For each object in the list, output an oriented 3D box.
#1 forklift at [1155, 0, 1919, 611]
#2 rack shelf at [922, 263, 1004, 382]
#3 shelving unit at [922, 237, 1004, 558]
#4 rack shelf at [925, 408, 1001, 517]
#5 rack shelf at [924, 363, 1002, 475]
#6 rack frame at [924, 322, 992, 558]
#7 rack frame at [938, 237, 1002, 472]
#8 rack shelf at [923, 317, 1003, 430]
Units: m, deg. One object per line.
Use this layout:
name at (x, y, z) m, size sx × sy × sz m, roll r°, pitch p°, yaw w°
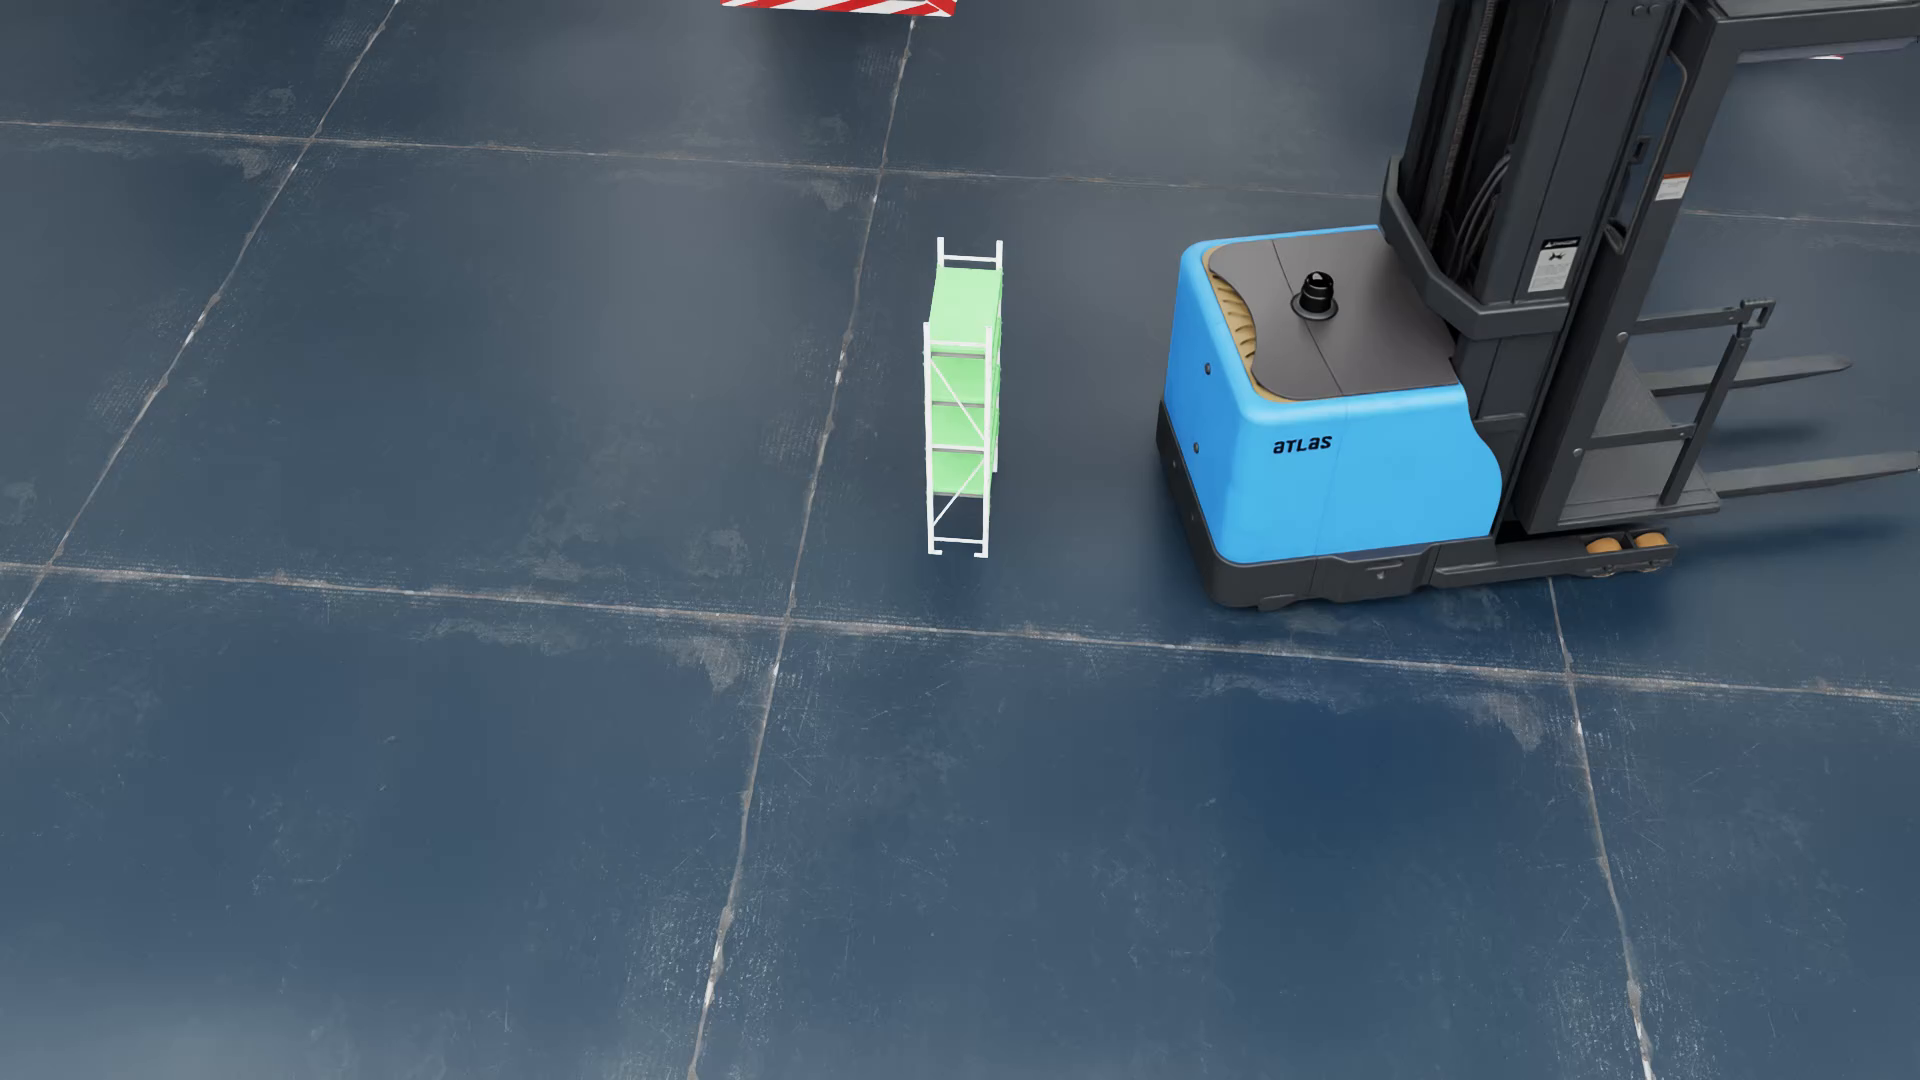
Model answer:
forklift at (2.394, -1.221, 5.906) m, size 3.031 × 2.935 × 1.130 m, roll -7°, pitch 48°, yaw -6°
rack shelf at (0.015, -0.807, 6.137) m, size 0.258 × 0.148 × 0.480 m, roll 4°, pitch 48°, yaw 4°
shelving unit at (0.015, -0.527, 6.444) m, size 0.258 × 1.200 × 0.503 m, roll 4°, pitch 48°, yaw 4°
rack shelf at (0.015, -0.321, 6.669) m, size 0.258 × 0.148 × 0.480 m, roll 4°, pitch 48°, yaw 4°
rack shelf at (0.015, -0.483, 6.492) m, size 0.258 × 0.148 × 0.480 m, roll 4°, pitch 48°, yaw 4°
rack frame at (-0.007, -0.347, 6.280) m, size 0.240 × 1.200 × 0.015 m, roll 4°, pitch 48°, yaw 4°
rack frame at (0.037, -0.706, 6.608) m, size 0.240 × 1.200 × 0.015 m, roll 4°, pitch 48°, yaw 4°
rack shelf at (0.015, -0.645, 6.314) m, size 0.258 × 0.148 × 0.480 m, roll 4°, pitch 48°, yaw 4°
